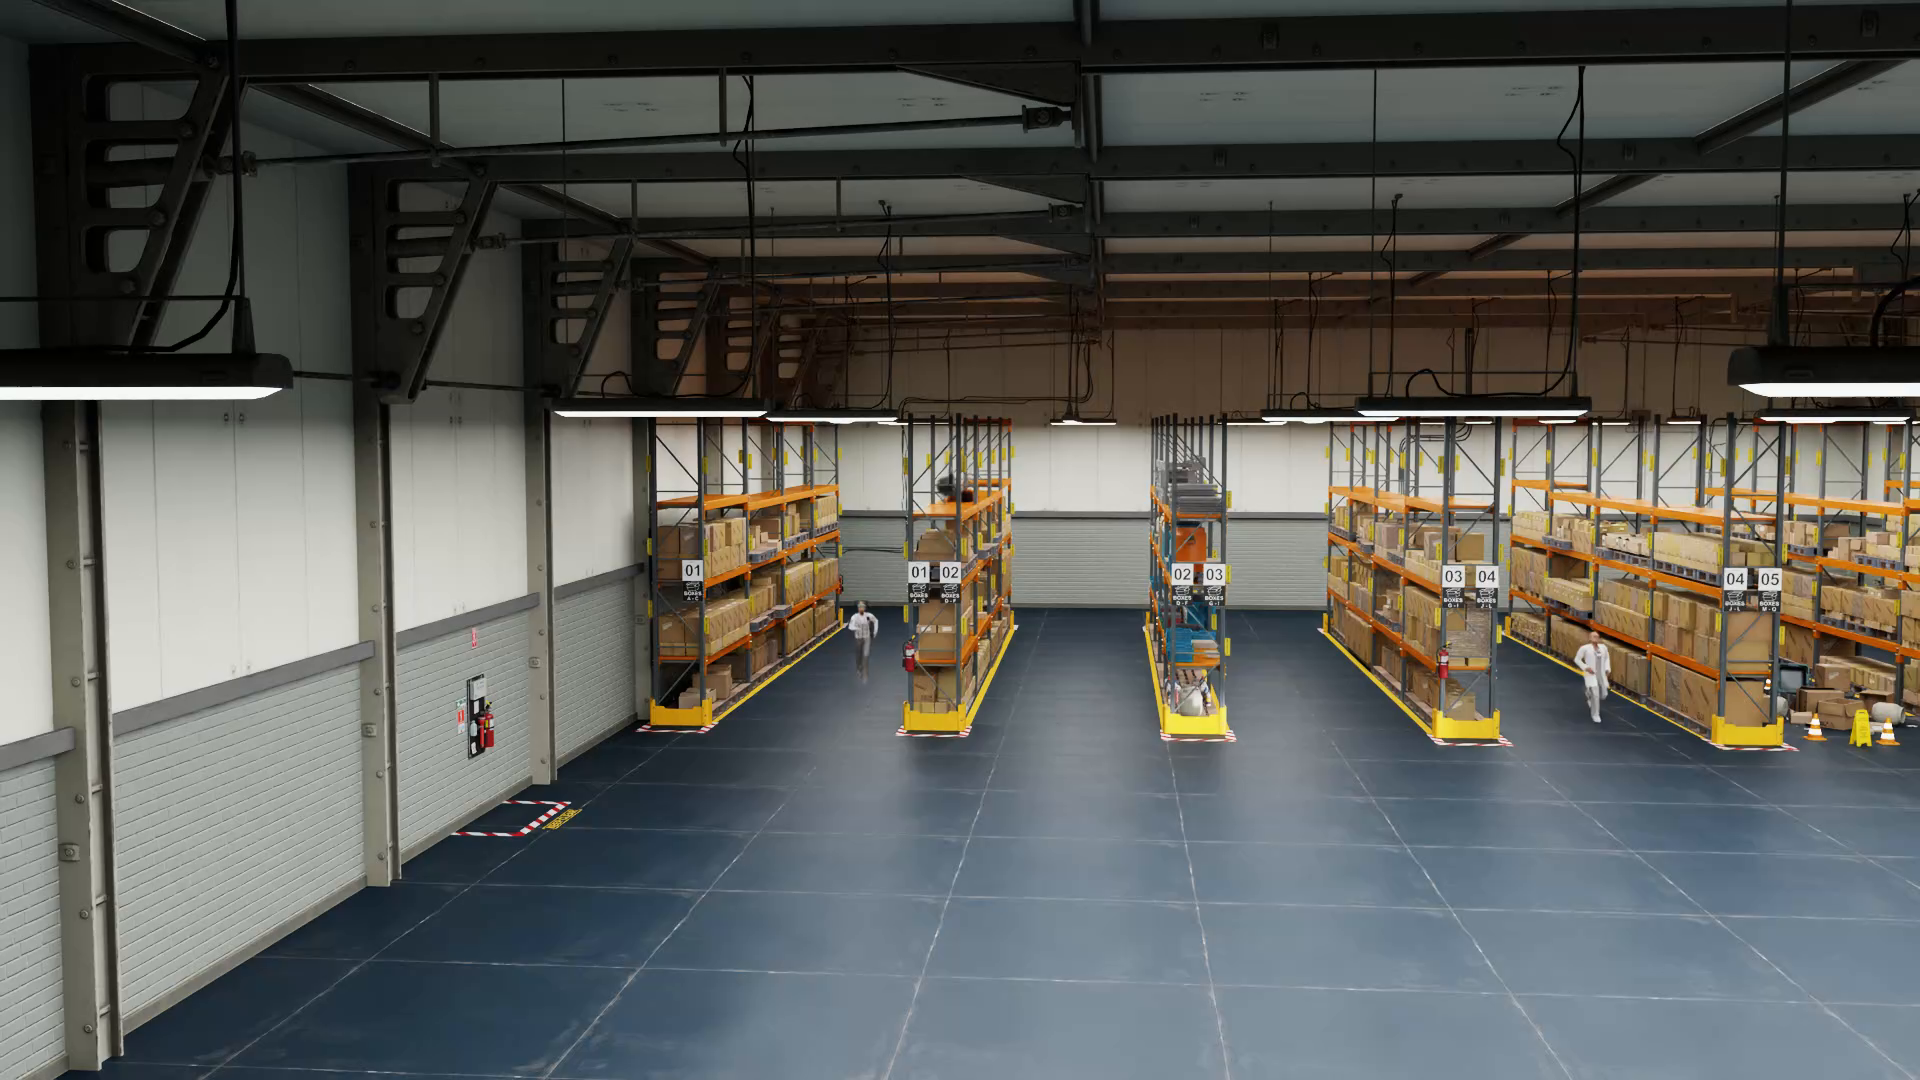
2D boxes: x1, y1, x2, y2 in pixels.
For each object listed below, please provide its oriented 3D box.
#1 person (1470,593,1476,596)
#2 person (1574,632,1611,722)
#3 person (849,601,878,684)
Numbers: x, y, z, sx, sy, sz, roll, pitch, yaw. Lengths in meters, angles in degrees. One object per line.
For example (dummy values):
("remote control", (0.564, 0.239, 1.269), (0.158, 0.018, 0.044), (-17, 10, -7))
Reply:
("person", (14.403, 1.701, 46.650), (0.715, 1.789, 0.871), (4, 5, 44))
("person", (12.452, 2.709, 32.720), (0.741, 1.655, 0.711), (-1, 4, -9))
("person", (-2.110, 2.199, 36.333), (0.621, 1.778, 0.842), (0, 4, 0))
